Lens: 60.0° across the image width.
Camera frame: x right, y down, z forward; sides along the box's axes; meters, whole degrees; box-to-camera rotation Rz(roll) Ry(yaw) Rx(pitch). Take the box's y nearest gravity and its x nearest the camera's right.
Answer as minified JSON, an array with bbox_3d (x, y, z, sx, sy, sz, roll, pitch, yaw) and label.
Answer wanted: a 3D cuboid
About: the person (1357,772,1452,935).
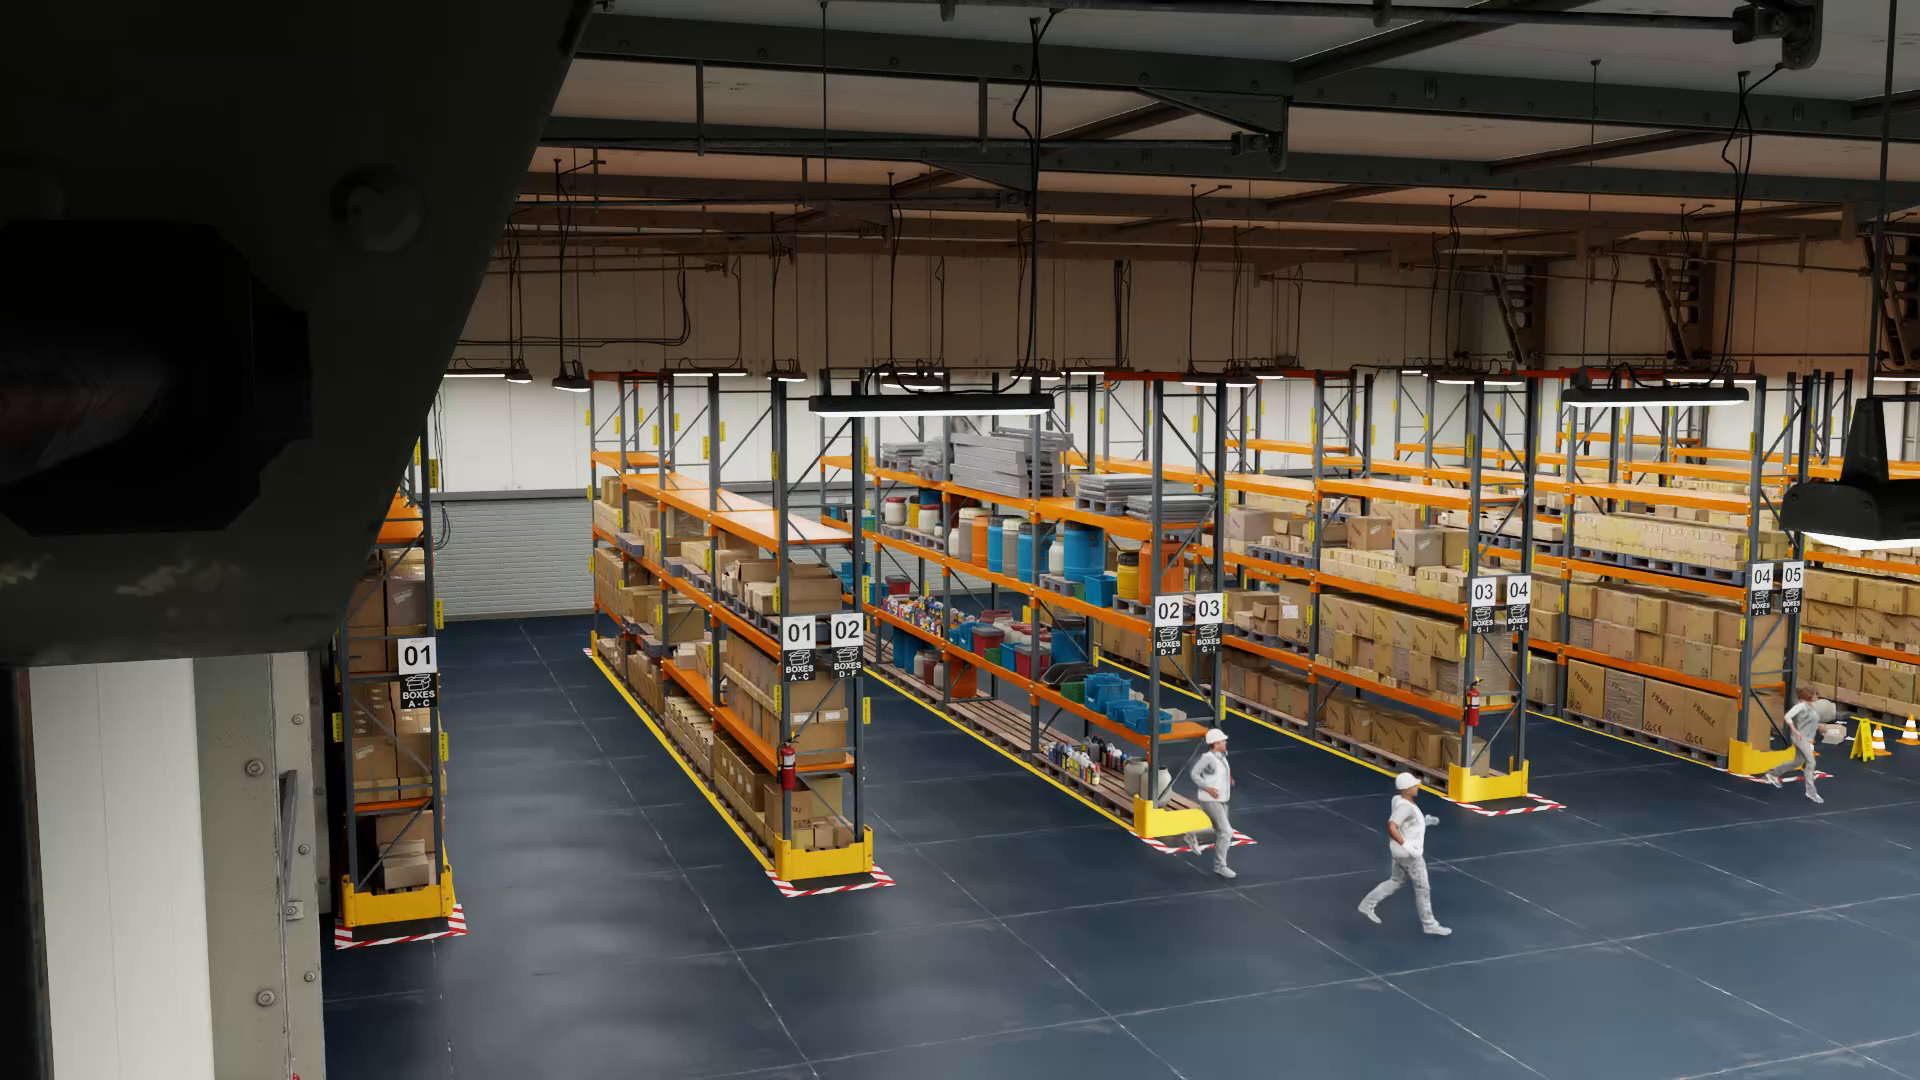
[{"bbox_3d":[4.862,3.400,18.106,1.002,1.766,0.687,0,6,2],"label":"person"}]

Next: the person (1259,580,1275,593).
[{"bbox_3d":[7.665,0.855,41.781,0.543,1.641,0.612,-3,7,-28],"label":"person"}]

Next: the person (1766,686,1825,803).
[{"bbox_3d":[12.079,2.887,23.902,0.837,1.595,0.574,6,9,43],"label":"person"}]

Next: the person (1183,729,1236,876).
[{"bbox_3d":[3.139,3.202,20.582,0.821,1.738,0.686,4,7,31],"label":"person"}]
